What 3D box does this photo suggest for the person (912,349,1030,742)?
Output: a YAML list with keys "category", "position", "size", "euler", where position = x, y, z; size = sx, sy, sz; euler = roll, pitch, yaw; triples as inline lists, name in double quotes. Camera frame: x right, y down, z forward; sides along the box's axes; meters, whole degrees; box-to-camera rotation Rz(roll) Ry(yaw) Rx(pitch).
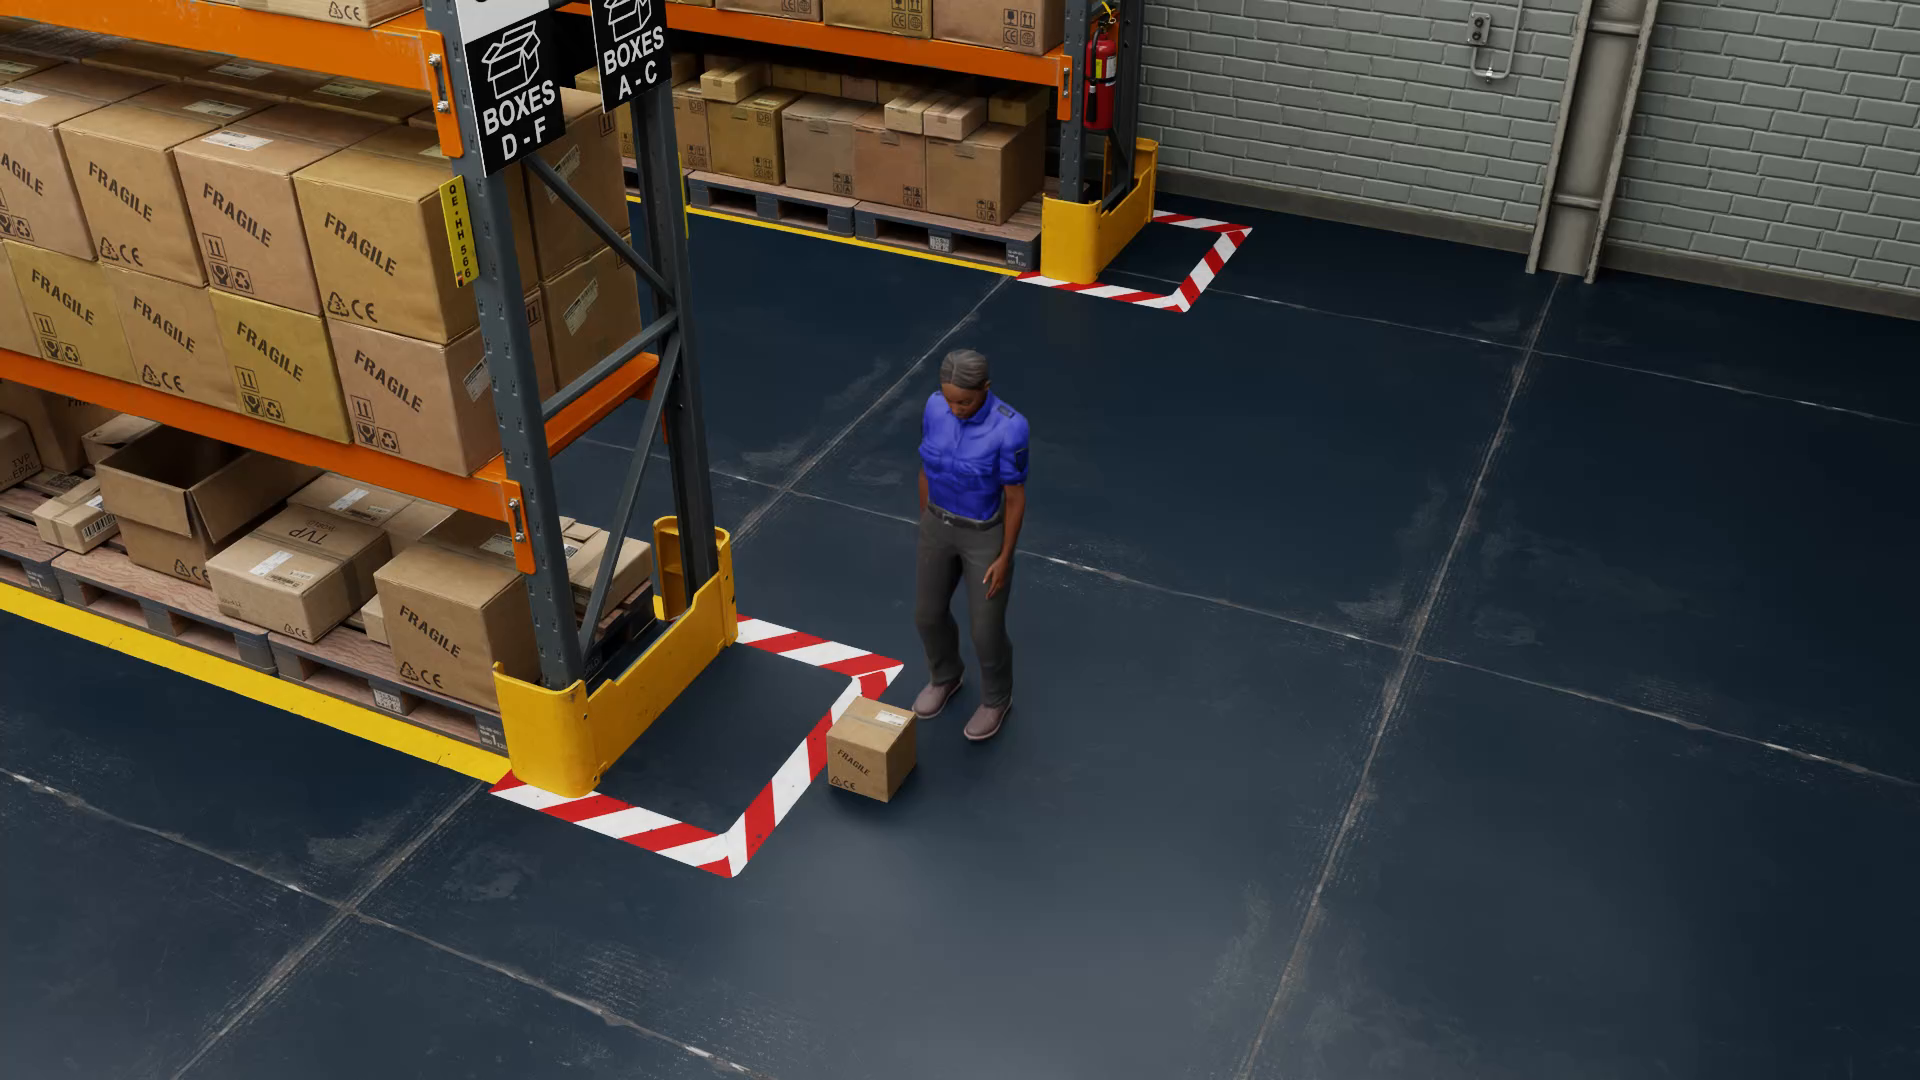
- category: "person"
  position: [0.041, 0.008, 6.166]
  size: [0.446, 1.637, 0.330]
  euler: [19, 38, 26]
